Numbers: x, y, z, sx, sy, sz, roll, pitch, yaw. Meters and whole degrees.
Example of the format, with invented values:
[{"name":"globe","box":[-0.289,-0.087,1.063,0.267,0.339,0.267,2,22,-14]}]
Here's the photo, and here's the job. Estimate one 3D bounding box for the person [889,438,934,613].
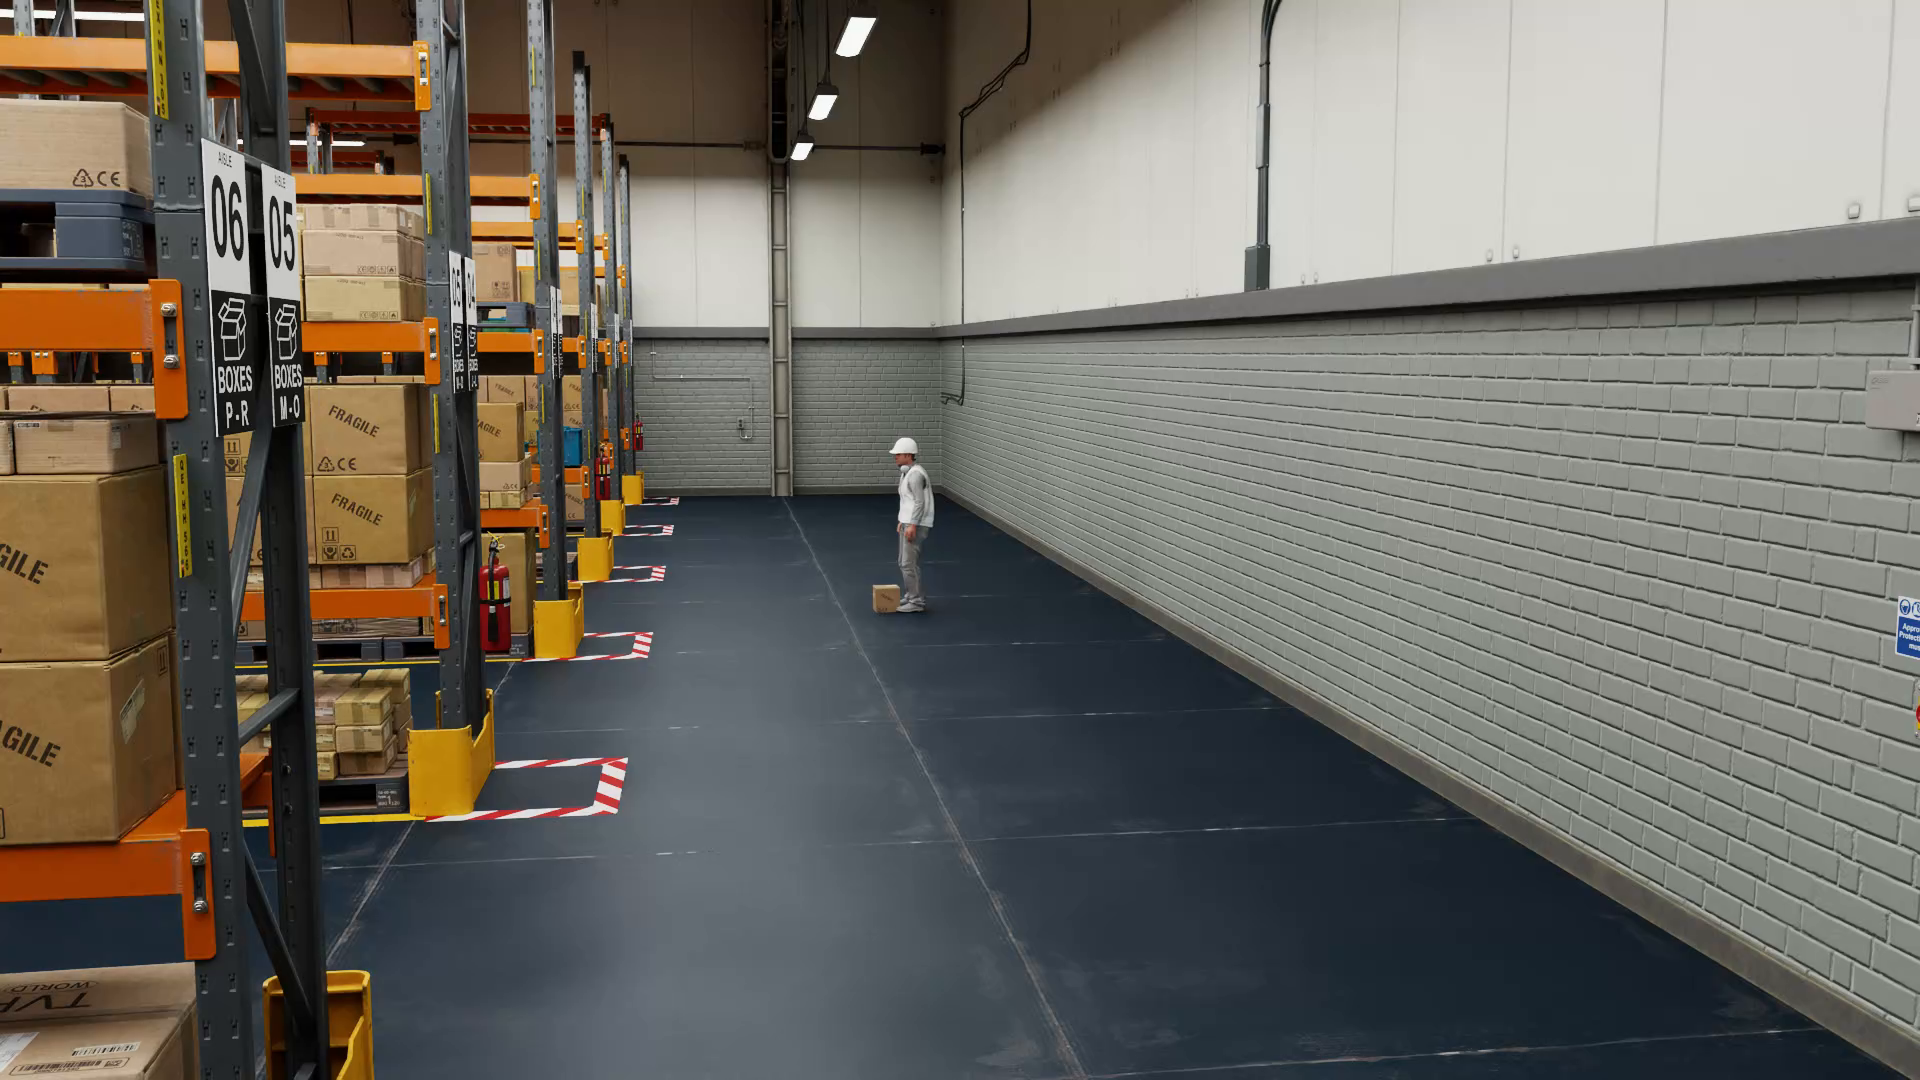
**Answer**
[{"name":"person","box":[-0.498,-0.159,17.001,0.458,1.773,0.591,-1,7,-11]}]
